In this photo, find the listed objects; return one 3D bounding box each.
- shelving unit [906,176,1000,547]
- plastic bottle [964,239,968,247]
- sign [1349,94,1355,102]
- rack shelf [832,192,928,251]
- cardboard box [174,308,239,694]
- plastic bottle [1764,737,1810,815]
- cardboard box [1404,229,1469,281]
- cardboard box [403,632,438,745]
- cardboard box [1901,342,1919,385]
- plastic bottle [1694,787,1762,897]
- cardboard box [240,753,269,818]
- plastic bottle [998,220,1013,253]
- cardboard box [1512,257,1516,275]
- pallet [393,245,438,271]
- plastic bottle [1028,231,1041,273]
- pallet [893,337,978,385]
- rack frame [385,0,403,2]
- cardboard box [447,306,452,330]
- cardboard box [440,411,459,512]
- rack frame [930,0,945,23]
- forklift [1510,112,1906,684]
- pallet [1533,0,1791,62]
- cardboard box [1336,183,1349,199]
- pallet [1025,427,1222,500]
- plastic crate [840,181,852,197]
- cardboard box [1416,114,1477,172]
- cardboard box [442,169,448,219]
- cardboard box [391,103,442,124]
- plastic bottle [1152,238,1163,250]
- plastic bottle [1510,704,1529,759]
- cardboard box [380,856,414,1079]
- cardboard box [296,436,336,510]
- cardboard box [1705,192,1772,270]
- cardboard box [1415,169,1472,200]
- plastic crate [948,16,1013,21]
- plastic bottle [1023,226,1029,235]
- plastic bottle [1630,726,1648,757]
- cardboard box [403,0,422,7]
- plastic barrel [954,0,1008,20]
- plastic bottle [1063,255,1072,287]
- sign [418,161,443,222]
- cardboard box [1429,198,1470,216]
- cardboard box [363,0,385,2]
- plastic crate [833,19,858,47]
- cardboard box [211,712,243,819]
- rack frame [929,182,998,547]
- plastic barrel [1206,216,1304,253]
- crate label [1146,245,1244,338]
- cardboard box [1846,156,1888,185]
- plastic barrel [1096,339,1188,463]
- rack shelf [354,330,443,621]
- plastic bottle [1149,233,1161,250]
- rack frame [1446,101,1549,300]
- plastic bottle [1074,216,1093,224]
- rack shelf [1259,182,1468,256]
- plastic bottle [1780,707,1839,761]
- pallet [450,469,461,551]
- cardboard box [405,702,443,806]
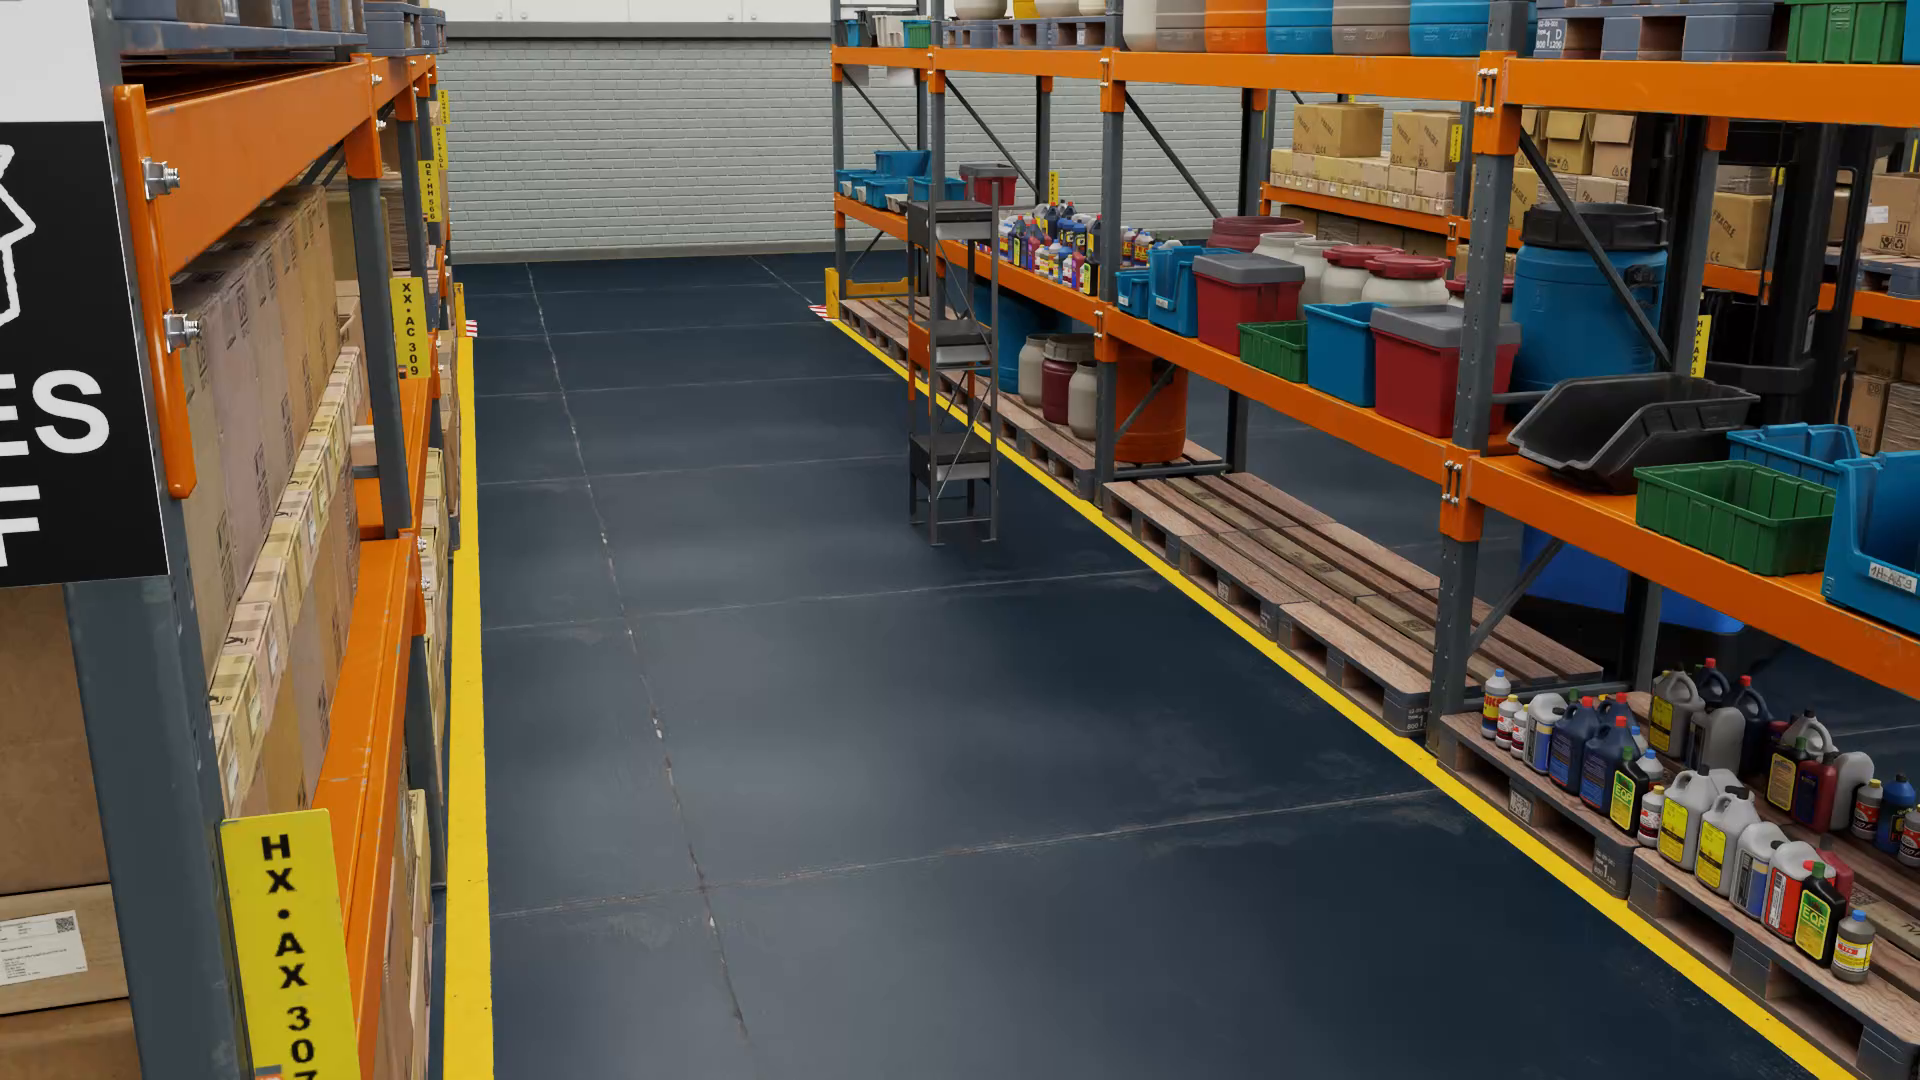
[{"bbox_3d":[-0.045,-1.051,9.802,0.431,2.100,0.503,-5,17,-15],"label":"shelving unit"},{"bbox_3d":[0.119,-2.471,13.179,0.152,0.276,0.135,-5,17,-15],"label":"plastic bottle"},{"bbox_3d":[4.446,-4.995,18.941,0.100,0.325,0.005,-5,17,-15],"label":"sign"},{"bbox_3d":[-0.292,-2.998,15.970,1.077,0.370,4.000,-5,17,-15],"label":"rack shelf"},{"bbox_3d":[-1.488,-0.039,2.438,0.700,0.500,0.500,-5,17,-17],"label":"cardboard box"},{"bbox_3d":[2.960,0.827,5.943,0.061,0.283,0.133,-5,17,-15],"label":"plastic bottle"},{"bbox_3d":[4.916,-2.554,16.202,0.875,0.875,0.875,-5,17,-15],"label":"cardboard box"},{"bbox_3d":[-2.181,0.527,6.058,0.500,0.311,0.500,-5,17,-15],"label":"cardboard box"},{"bbox_3d":[6.488,-1.118,10.738,0.500,0.250,0.500,-3,17,-9],"label":"cardboard box"},{"bbox_3d":[2.499,0.959,5.387,0.144,0.351,0.185,-4,17,-13],"label":"plastic bottle"},{"bbox_3d":[-1.473,0.597,2.575,0.700,0.500,0.500,-4,17,-14],"label":"cardboard box"},{"bbox_3d":[0.337,-2.252,12.450,0.152,0.276,0.135,-5,17,-15],"label":"plastic bottle"},{"bbox_3d":[5.461,-1.942,14.167,1.225,0.875,0.875,-5,18,-17],"label":"cardboard box"},{"bbox_3d":[-3.946,-1.738,10.858,1.003,0.211,1.213,-5,17,-15],"label":"pallet"},{"bbox_3d":[0.522,-2.022,11.671,0.061,0.283,0.133,-5,17,-15],"label":"plastic bottle"},{"bbox_3d":[0.018,-1.654,15.093,1.003,0.211,1.213,-5,17,-15],"label":"pallet"},{"bbox_3d":[-3.407,-4.166,8.178,1.000,3.000,0.127,-5,17,-15],"label":"rack frame"},{"bbox_3d":[-4.987,-2.003,15.421,0.500,0.250,0.500,-5,17,-15],"label":"cardboard box"},{"bbox_3d":[-3.257,-0.455,9.832,0.500,0.500,0.500,-4,17,-13],"label":"cardboard box"},{"bbox_3d":[0.258,-5.663,13.162,1.000,3.000,0.127,-5,17,-15],"label":"rack frame"},{"bbox_3d":[3.999,-1.103,8.529,1.130,2.935,3.031,13,21,37],"label":"forklift"},{"bbox_3d":[2.748,-1.731,5.615,1.213,0.211,1.003,-5,17,-15],"label":"pallet"},{"bbox_3d":[4.125,-3.618,17.218,0.380,0.149,0.250,-5,17,-17],"label":"cardboard box"},{"bbox_3d":[1.100,-0.562,11.457,1.003,0.211,1.213,-5,17,-15],"label":"pallet"},{"bbox_3d":[-1.082,-3.609,17.106,0.250,0.136,0.298,-5,17,-15],"label":"plastic crate"},{"bbox_3d":[4.637,-3.717,15.552,0.500,0.500,0.500,-4,17,-14],"label":"cardboard box"},{"bbox_3d":[-4.943,-3.169,15.115,0.500,0.500,0.500,-5,17,-15],"label":"cardboard box"},{"bbox_3d":[-5.079,-3.791,15.447,0.500,0.500,0.500,-4,17,-14],"label":"cardboard box"},{"bbox_3d":[1.358,-1.924,11.367,0.097,0.271,0.097,0,17,0],"label":"plastic bottle"},{"bbox_3d":[2.178,0.732,6.401,0.097,0.201,0.097,0,17,0],"label":"plastic bottle"},{"bbox_3d":[-1.551,1.096,3.836,0.500,0.500,0.500,-5,17,-15],"label":"cardboard box"},{"bbox_3d":[-1.679,-0.135,3.886,0.380,0.149,0.250,-4,17,-14],"label":"cardboard box"},{"bbox_3d":[5.745,-2.239,12.020,0.500,0.500,0.500,-4,17,-14],"label":"cardboard box"},{"bbox_3d":[4.646,-3.353,15.644,0.500,0.250,0.500,-5,17,-16],"label":"cardboard box"},{"bbox_3d":[0.180,-4.529,14.828,0.497,0.269,0.590,-5,17,-15],"label":"plastic crate"},{"bbox_3d":[0.493,-2.114,11.980,0.061,0.283,0.133,-5,17,-15],"label":"plastic bottle"},{"bbox_3d":[2.435,0.806,6.033,0.097,0.271,0.097,0,17,0],"label":"plastic bottle"},{"bbox_3d":[-4.401,-4.157,12.756,0.500,0.250,0.500,-5,17,-15],"label":"cardboard box"},{"bbox_3d":[0.161,-4.327,12.962,0.433,0.535,0.433,0,17,0],"label":"plastic barrel"},{"bbox_3d":[0.731,-1.790,11.043,0.097,0.201,0.097,0,17,0],"label":"plastic bottle"},{"bbox_3d":[-2.874,-1.892,9.023,0.100,0.325,0.005,-5,17,-15],"label":"sign"},{"bbox_3d":[4.621,-3.119,15.559,0.380,0.149,0.250,-5,17,-15],"label":"cardboard box"},{"bbox_3d":[-3.559,-2.895,8.988,0.910,0.500,0.500,-5,17,-15],"label":"cardboard box"},{"bbox_3d":[-1.004,-5.141,16.867,0.497,0.269,0.590,-5,17,-15],"label":"plastic crate"},{"bbox_3d":[-1.184,0.363,2.227,0.380,0.149,0.250,-5,17,-17],"label":"cardboard box"},{"bbox_3d":[0.022,-0.984,9.578,0.400,2.100,0.015,-5,17,-15],"label":"rack frame"},{"bbox_3d":[1.776,-1.644,9.974,0.600,0.536,0.708,-5,17,-15],"label":"plastic barrel"},{"bbox_3d":[1.370,-1.404,9.350,0.502,0.435,0.616,-5,17,-15],"label":"crate label"},{"bbox_3d":[9.412,-3.847,16.854,0.500,0.500,0.500,-5,17,-15],"label":"cardboard box"},{"bbox_3d":[1.206,-0.979,11.039,0.600,0.830,0.708,-5,17,-15],"label":"plastic barrel"},{"bbox_3d":[-2.857,-0.395,7.303,1.077,0.370,4.000,-5,17,-15],"label":"rack shelf"},{"bbox_3d":[1.365,-2.005,11.615,0.061,0.283,0.133,-5,17,-15],"label":"plastic bottle"},{"bbox_3d":[5.020,-3.181,15.328,1.000,3.000,0.127,-5,17,-15],"label":"rack frame"},{"bbox_3d":[0.953,-2.369,12.840,0.152,0.276,0.135,-5,17,-15],"label":"plastic bottle"},{"bbox_3d":[4.470,-3.390,17.273,1.077,0.370,4.000,-5,17,-15],"label":"rack shelf"},{"bbox_3d":[3.052,0.779,5.984,0.144,0.351,0.185,-5,17,-16],"label":"plastic bottle"},{"bbox_3d":[-3.575,-0.167,10.140,1.003,0.211,1.213,-5,17,-15],"label":"pallet"},{"bbox_3d":[-2.180,0.799,6.129,0.500,0.250,0.500,-5,17,-17],"label":"cardboard box"}]
